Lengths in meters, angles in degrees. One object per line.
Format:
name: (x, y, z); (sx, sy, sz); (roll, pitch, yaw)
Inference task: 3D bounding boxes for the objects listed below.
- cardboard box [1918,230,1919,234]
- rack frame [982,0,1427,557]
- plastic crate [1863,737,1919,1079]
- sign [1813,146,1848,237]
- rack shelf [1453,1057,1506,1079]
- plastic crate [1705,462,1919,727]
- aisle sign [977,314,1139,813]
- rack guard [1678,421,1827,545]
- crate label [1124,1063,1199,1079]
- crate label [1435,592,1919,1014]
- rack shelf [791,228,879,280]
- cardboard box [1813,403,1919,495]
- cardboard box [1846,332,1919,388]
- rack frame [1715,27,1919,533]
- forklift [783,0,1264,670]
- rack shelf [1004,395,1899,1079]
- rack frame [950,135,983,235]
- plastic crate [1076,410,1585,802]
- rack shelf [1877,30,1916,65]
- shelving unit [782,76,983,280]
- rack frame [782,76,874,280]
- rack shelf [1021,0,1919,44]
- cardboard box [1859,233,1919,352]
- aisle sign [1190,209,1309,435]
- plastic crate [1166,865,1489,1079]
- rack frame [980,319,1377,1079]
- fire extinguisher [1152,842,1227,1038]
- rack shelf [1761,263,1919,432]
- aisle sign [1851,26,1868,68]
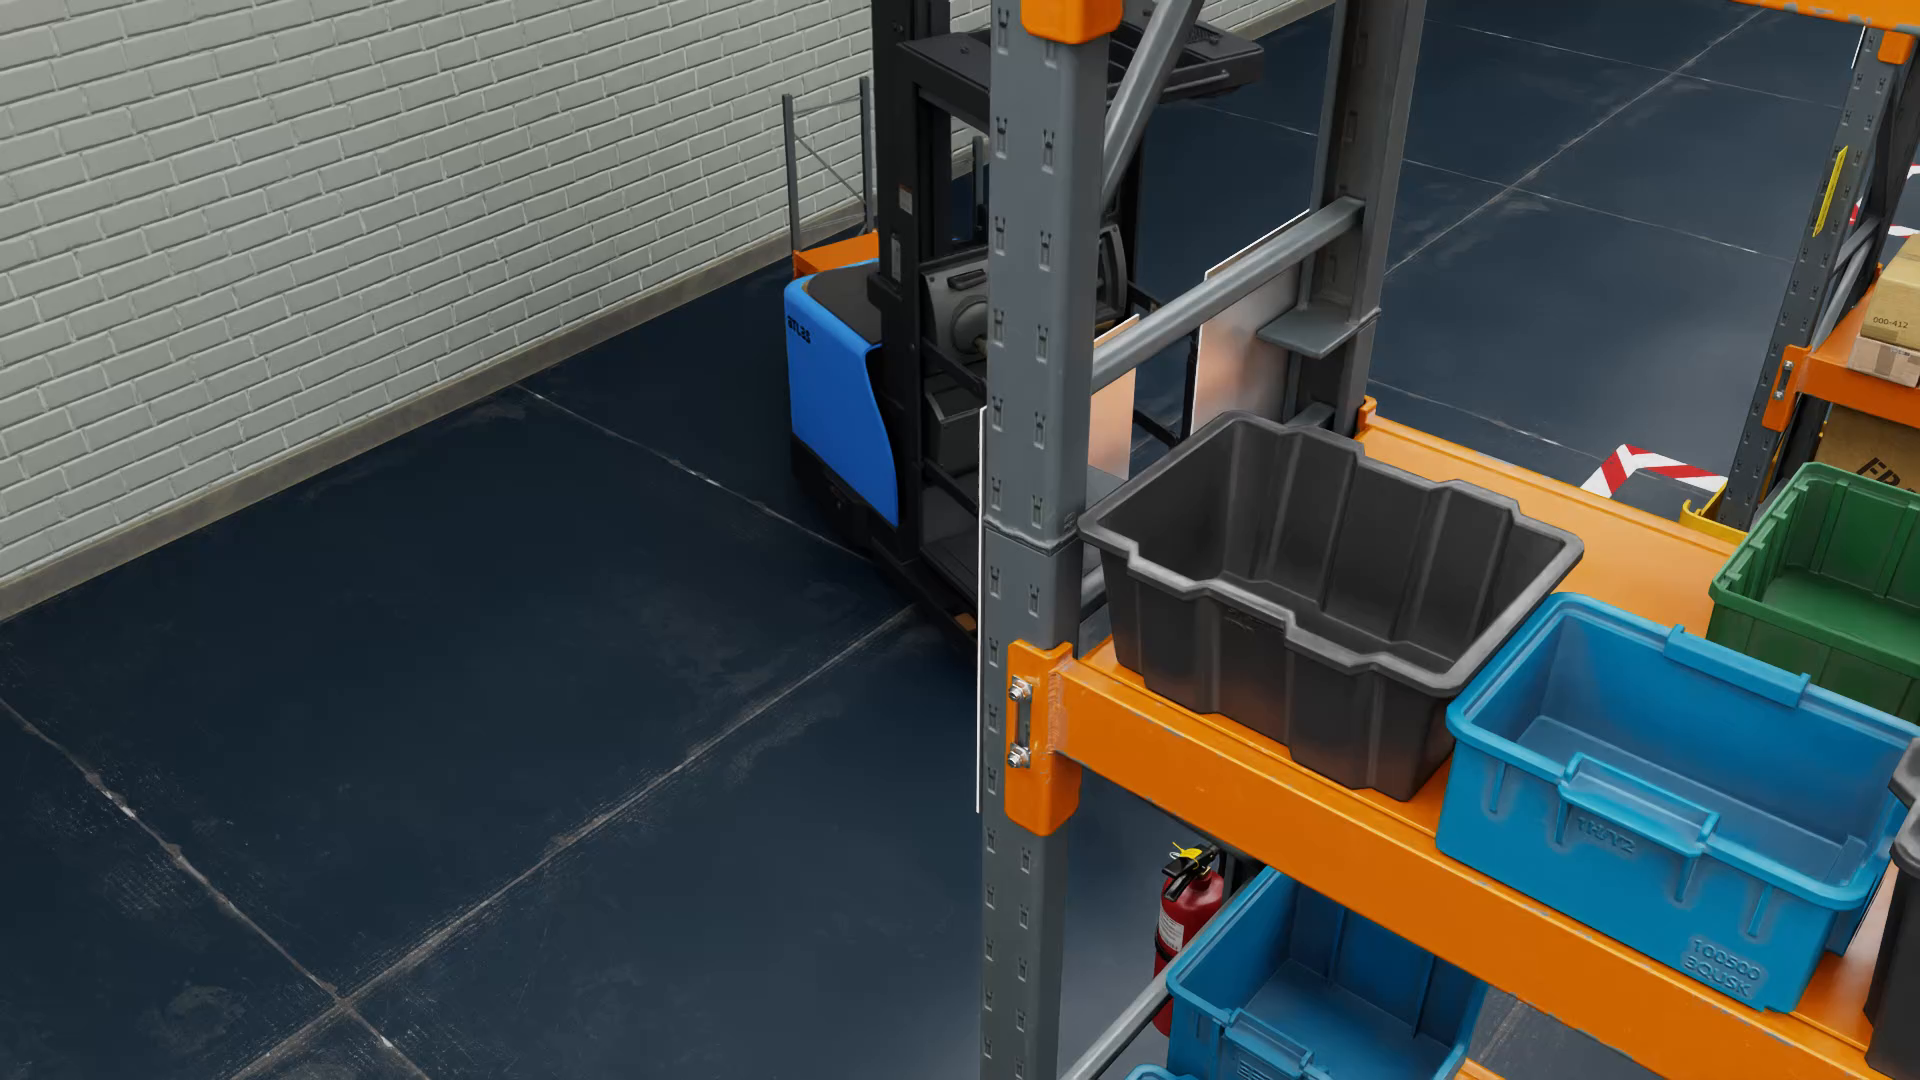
cardboard box: (4.113, -1.134, 6.622); (0.500, 0.250, 0.500); (25, 41, 31)
rack frame: (0.401, -1.452, 1.915); (0.127, 3.000, 1.000); (25, 42, 32)
plastic crate: (1.400, 0.483, 1.802); (0.767, 0.338, 0.504); (25, 42, 32)
sign: (3.211, -1.284, 6.135); (0.005, 0.325, 0.100); (25, 42, 32)
rack shelf: (1.938, 2.042, 2.762); (4.000, 0.370, 1.077); (25, 42, 32)
plastic crate: (1.342, 0.105, 2.485); (0.336, 0.188, 0.450); (25, 42, 32)
aisle sign: (0.156, 0.053, 2.727); (0.004, 0.787, 0.394); (25, 42, 32)
rack guard: (3.552, -0.112, 7.471); (0.348, 0.500, 1.175); (25, 42, 32)
crate label: (0.381, 1.298, 3.305); (0.303, 0.233, 0.416); (25, 42, 32)
crate label: (0.904, 0.321, 2.115); (0.502, 0.251, 0.408); (25, 42, 32)
rack shelf: (-0.394, -1.310, 8.650); (0.538, 0.185, 1.000); (-21, 40, -28)
cardboard box: (4.113, -0.234, 6.947); (0.875, 0.875, 0.875); (25, 42, 32)
cardboard box: (3.632, -0.758, 6.426); (0.250, 0.149, 0.380); (26, 42, 32)
rack frame: (3.570, -1.134, 6.751); (0.127, 3.000, 1.000); (25, 42, 32)
forklift: (0.392, -0.944, 6.535); (1.130, 2.935, 3.031); (-20, 39, -26)
rack shelf: (1.938, 0.806, 1.913); (4.000, 0.370, 1.077); (25, 42, 32)
rack frame: (-0.106, -1.221, 8.203); (0.500, 1.500, 0.032); (-21, 40, -28)
plastic crate: (0.519, 0.099, 2.421); (0.590, 0.269, 0.497); (25, 42, 32)
rack shelf: (5.107, -1.349, 5.051); (4.000, 0.370, 1.077); (25, 42, 32)
shelving unit: (-0.399, -1.462, 8.554); (0.587, 1.500, 1.083); (-21, 40, -28)
rack frame: (-0.682, -1.695, 8.893); (0.500, 1.500, 0.032); (-21, 40, -28)
rack shelf: (1.938, -0.266, 1.177); (4.000, 0.370, 1.077); (25, 42, 32)
cardboard box: (3.767, -0.903, 6.285); (0.500, 0.250, 0.500); (24, 41, 31)
aisle sign: (0.534, -0.204, 3.101); (0.004, 0.787, 0.394); (25, 42, 32)
plastic crate: (0.778, 1.022, 3.528); (0.499, 0.435, 0.616); (25, 42, 32)
rack frame: (0.401, 1.021, 3.613); (0.127, 3.000, 1.000); (25, 42, 32)
fire extinguisher: (0.576, 0.955, 4.108); (0.183, 0.674, 0.296); (25, 42, 32)
rack shelf: (5.107, -0.113, 5.900); (4.000, 0.370, 1.077); (25, 42, 32)
aisle sign: (3.323, -2.101, 5.863); (0.004, 0.787, 0.394); (25, 42, 32)
